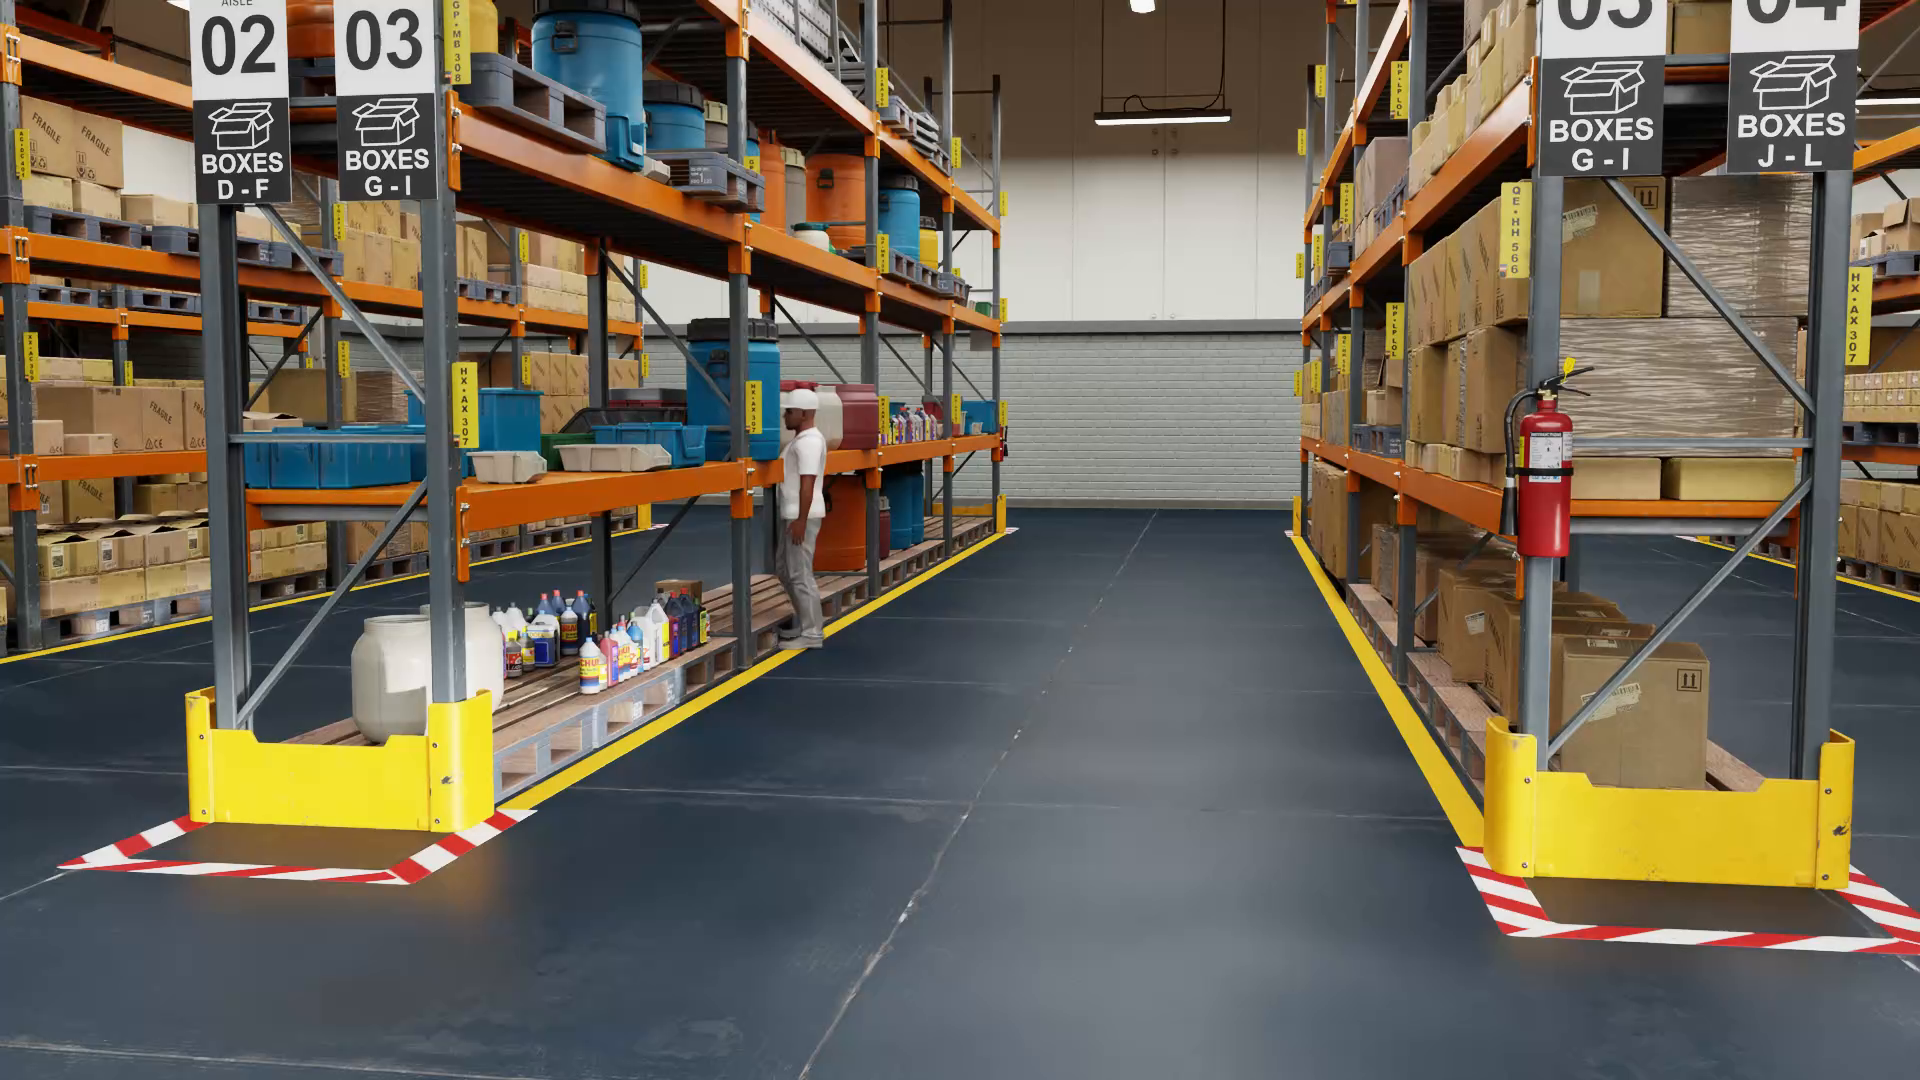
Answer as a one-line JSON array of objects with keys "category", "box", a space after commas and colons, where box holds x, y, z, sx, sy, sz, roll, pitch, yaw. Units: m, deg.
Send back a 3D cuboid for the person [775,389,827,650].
[{"category": "person", "box": [-1.089, -0.146, 11.381, 0.360, 1.765, 0.565, 0, 4, -6]}]
